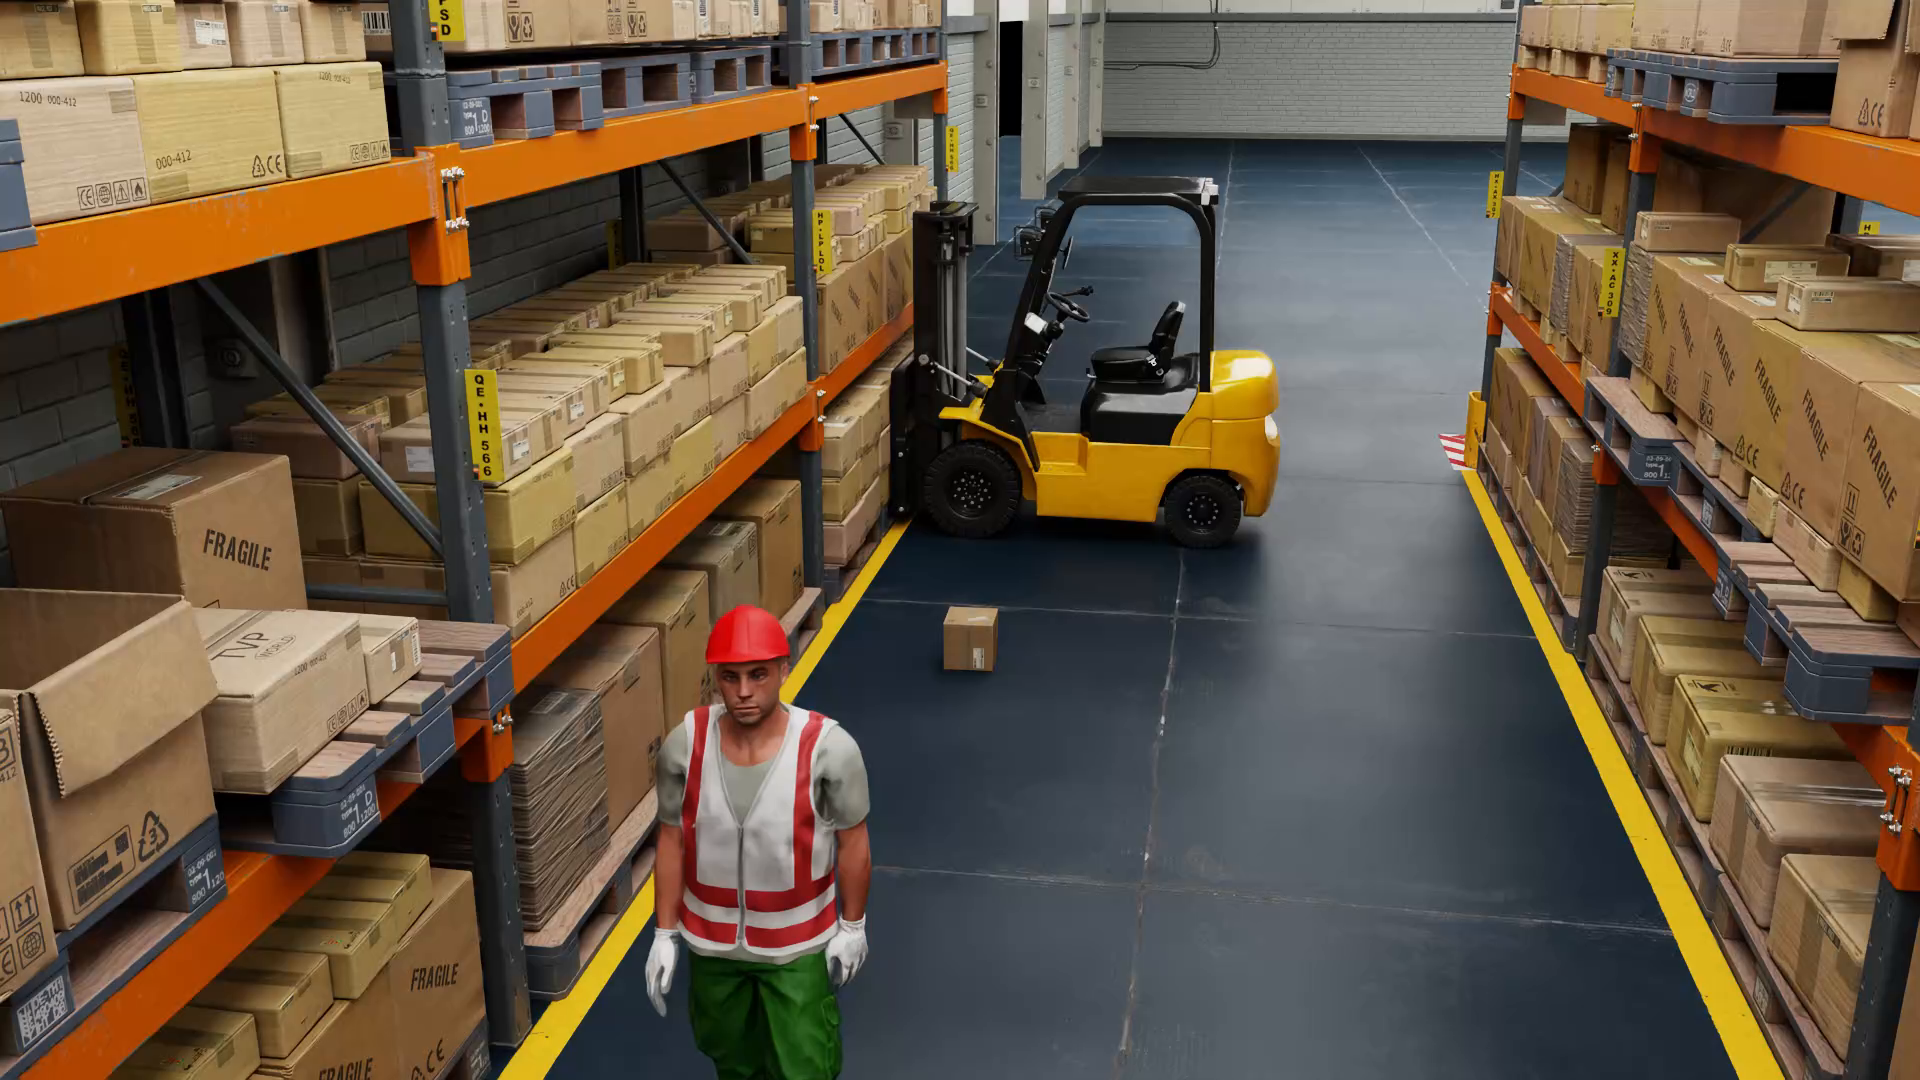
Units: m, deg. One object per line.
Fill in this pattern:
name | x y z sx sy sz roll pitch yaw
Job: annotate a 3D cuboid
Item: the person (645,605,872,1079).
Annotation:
person | -0.518 1.043 4.184 0.547 1.803 0.452 3 18 9
